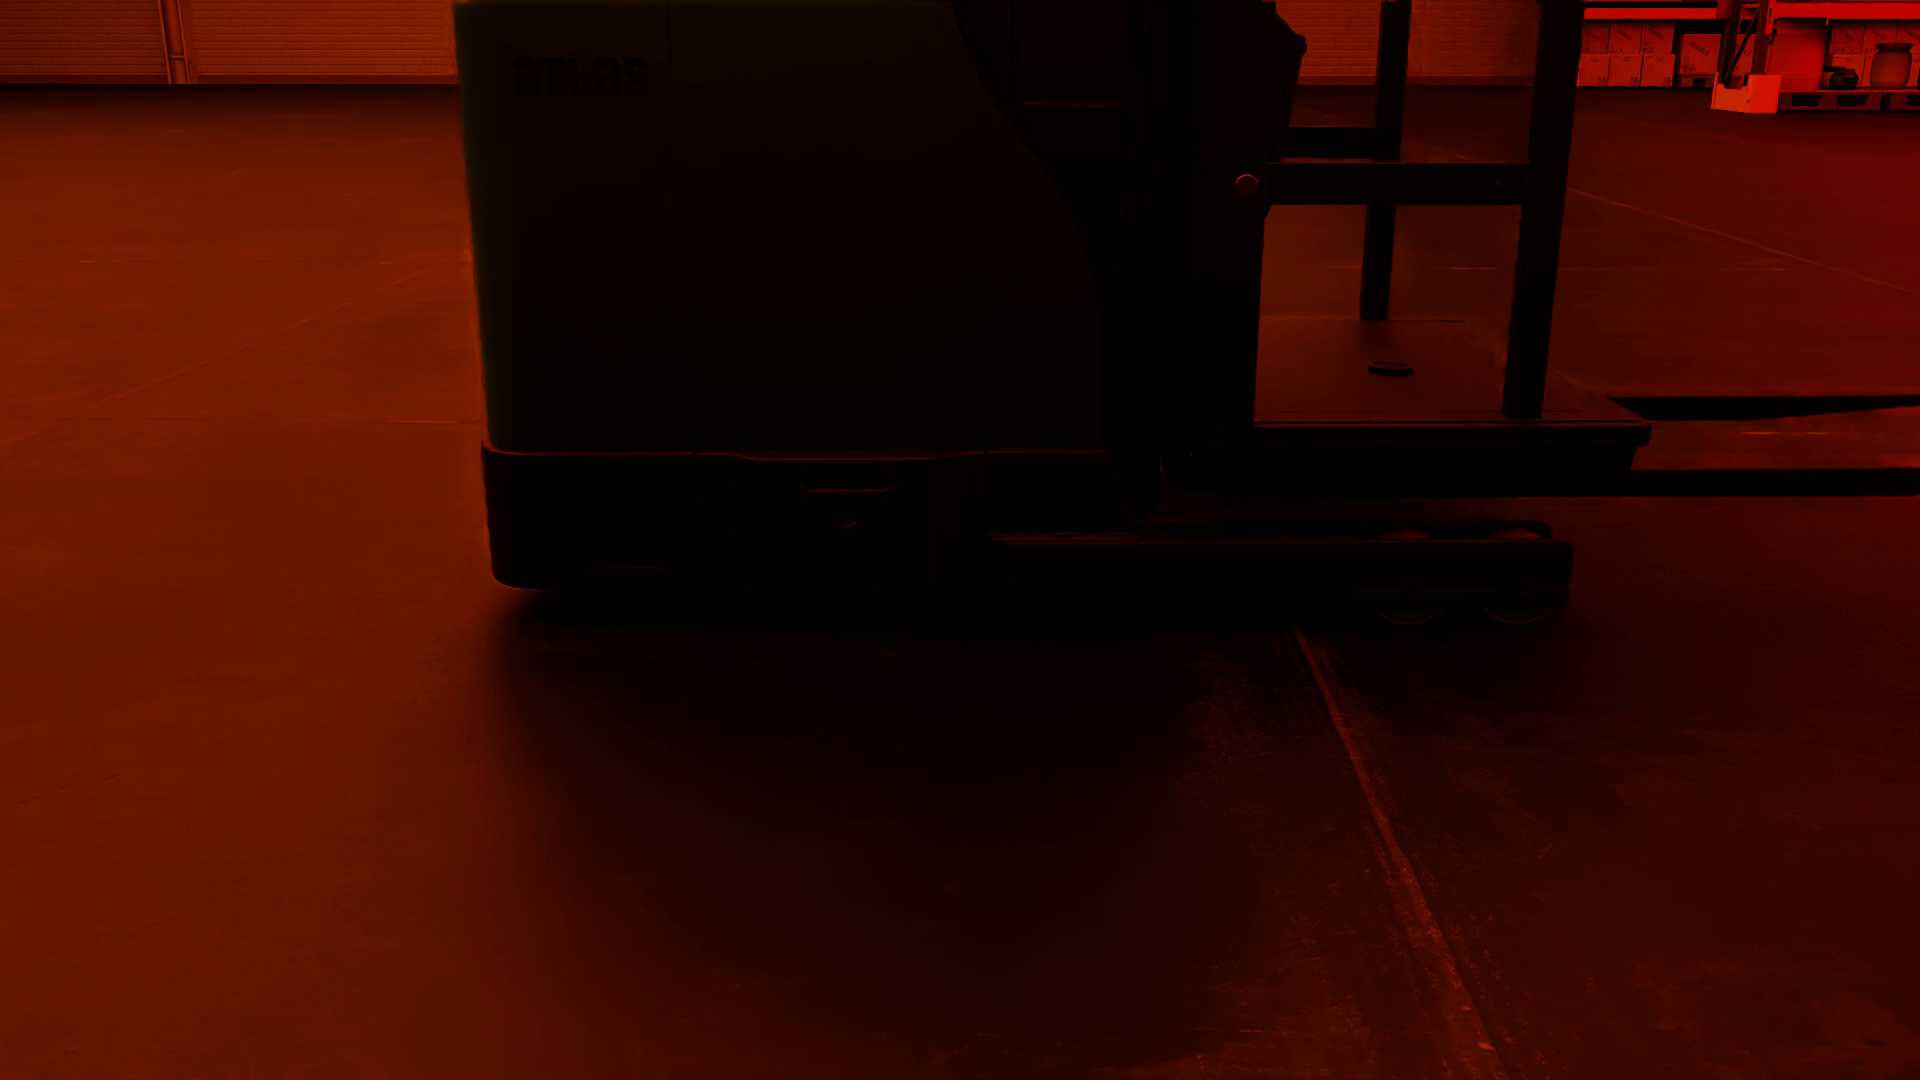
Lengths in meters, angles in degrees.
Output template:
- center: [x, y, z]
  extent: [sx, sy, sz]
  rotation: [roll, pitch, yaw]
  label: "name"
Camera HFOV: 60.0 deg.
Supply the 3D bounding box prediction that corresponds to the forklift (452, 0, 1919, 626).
- center: [0.680, -1.408, 2.965]
  extent: [3.031, 2.935, 1.130]
  rotation: [0, 17, -1]
  label: "forklift"
